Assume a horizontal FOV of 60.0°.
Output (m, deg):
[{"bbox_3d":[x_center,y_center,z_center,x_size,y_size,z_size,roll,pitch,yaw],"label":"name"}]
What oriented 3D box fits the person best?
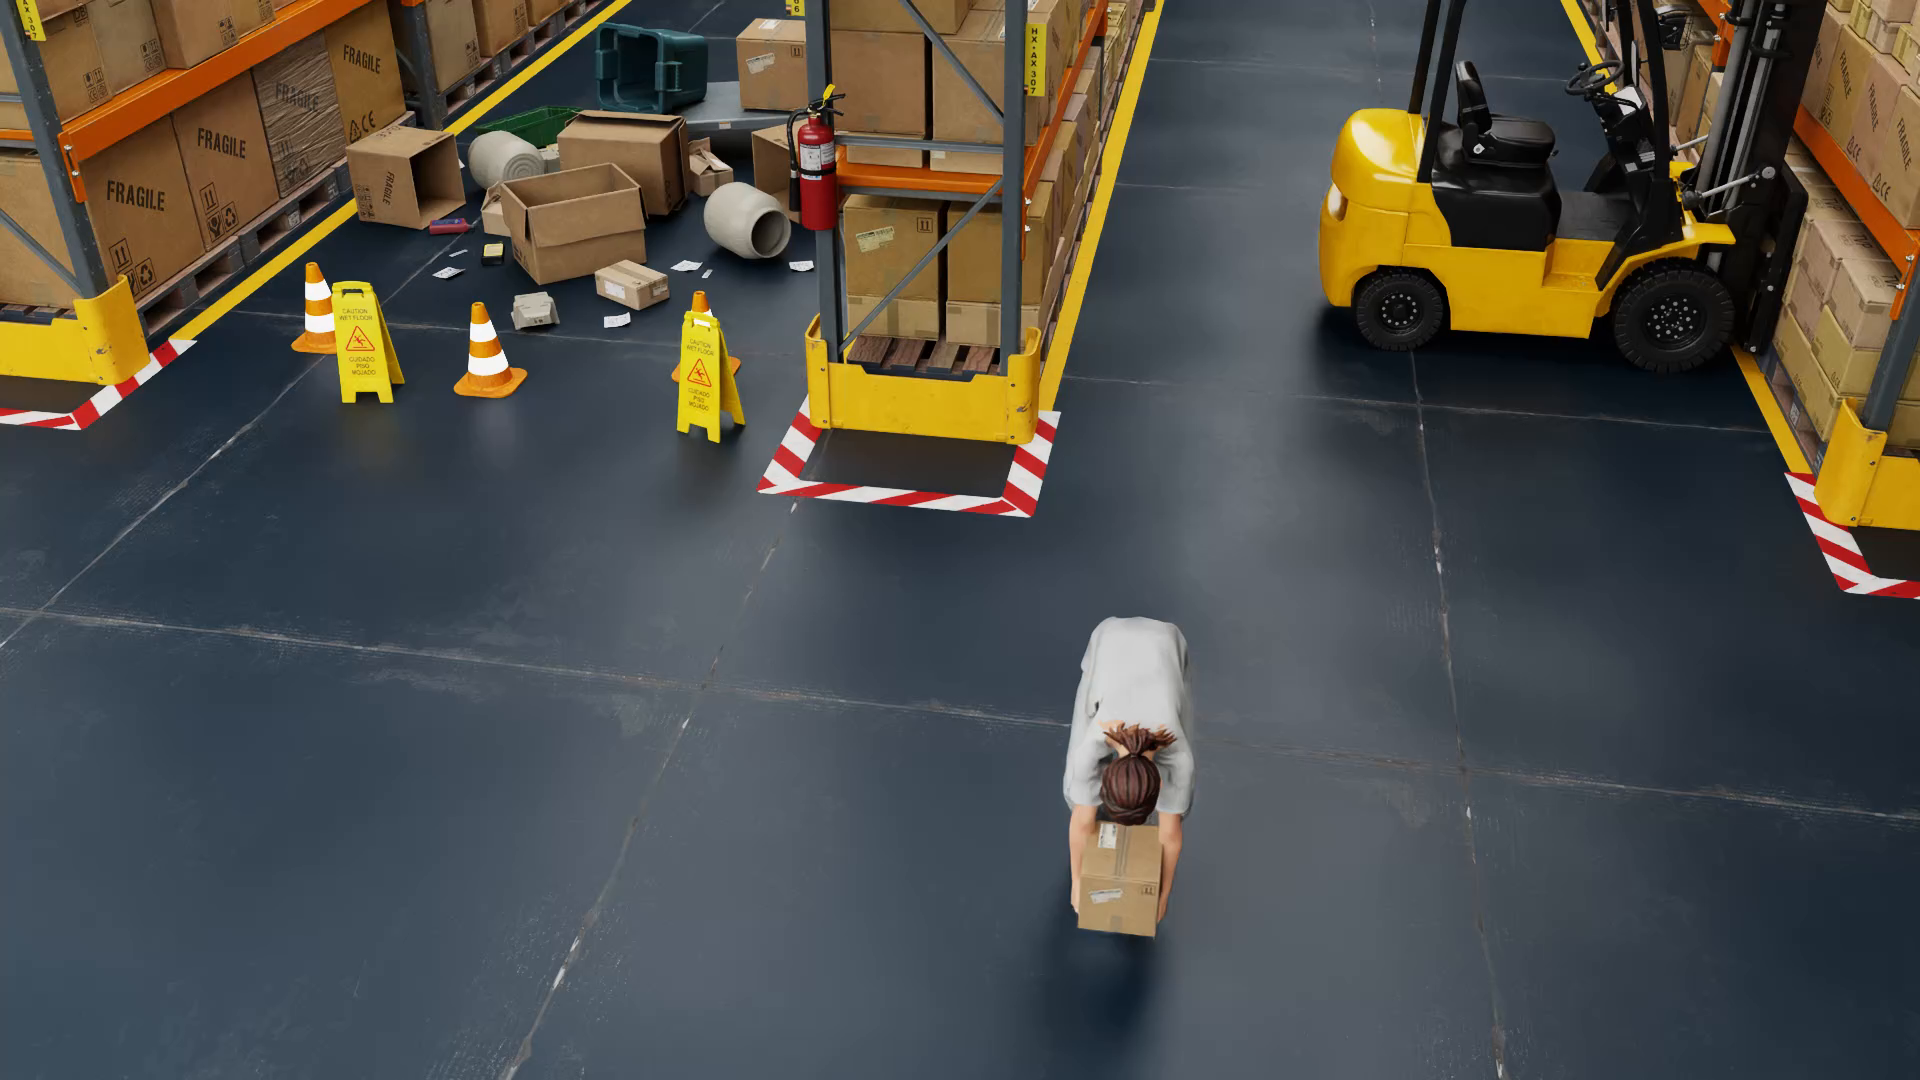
[{"bbox_3d":[0.551,0.830,5.467,0.432,0.998,0.866,4,33,6],"label":"person"}]
